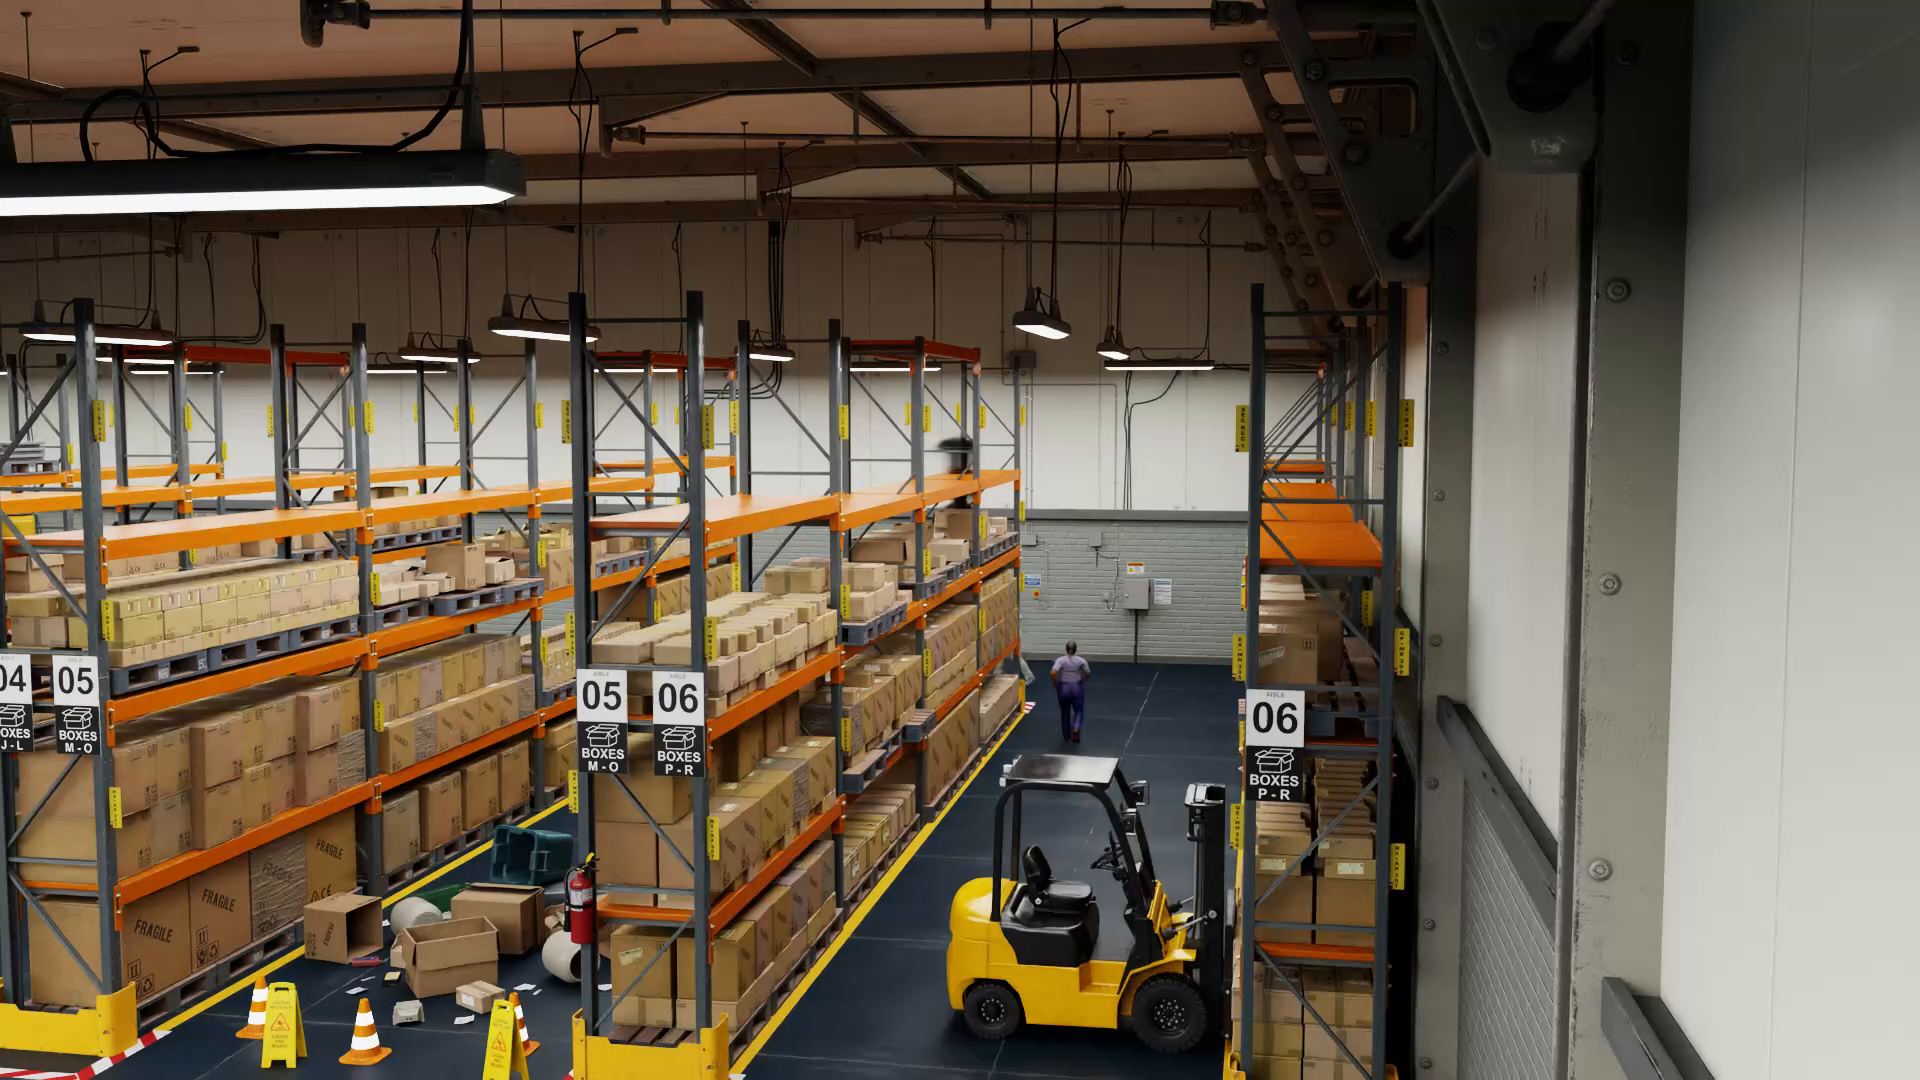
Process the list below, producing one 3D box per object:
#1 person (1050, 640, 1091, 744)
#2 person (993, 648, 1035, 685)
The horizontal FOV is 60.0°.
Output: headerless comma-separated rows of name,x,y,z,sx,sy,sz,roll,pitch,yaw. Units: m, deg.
person,1.679,2.332,25.247,0.614,1.589,0.861,1,5,7
person,0.928,1.870,30.472,0.892,1.696,0.613,-1,5,-8
